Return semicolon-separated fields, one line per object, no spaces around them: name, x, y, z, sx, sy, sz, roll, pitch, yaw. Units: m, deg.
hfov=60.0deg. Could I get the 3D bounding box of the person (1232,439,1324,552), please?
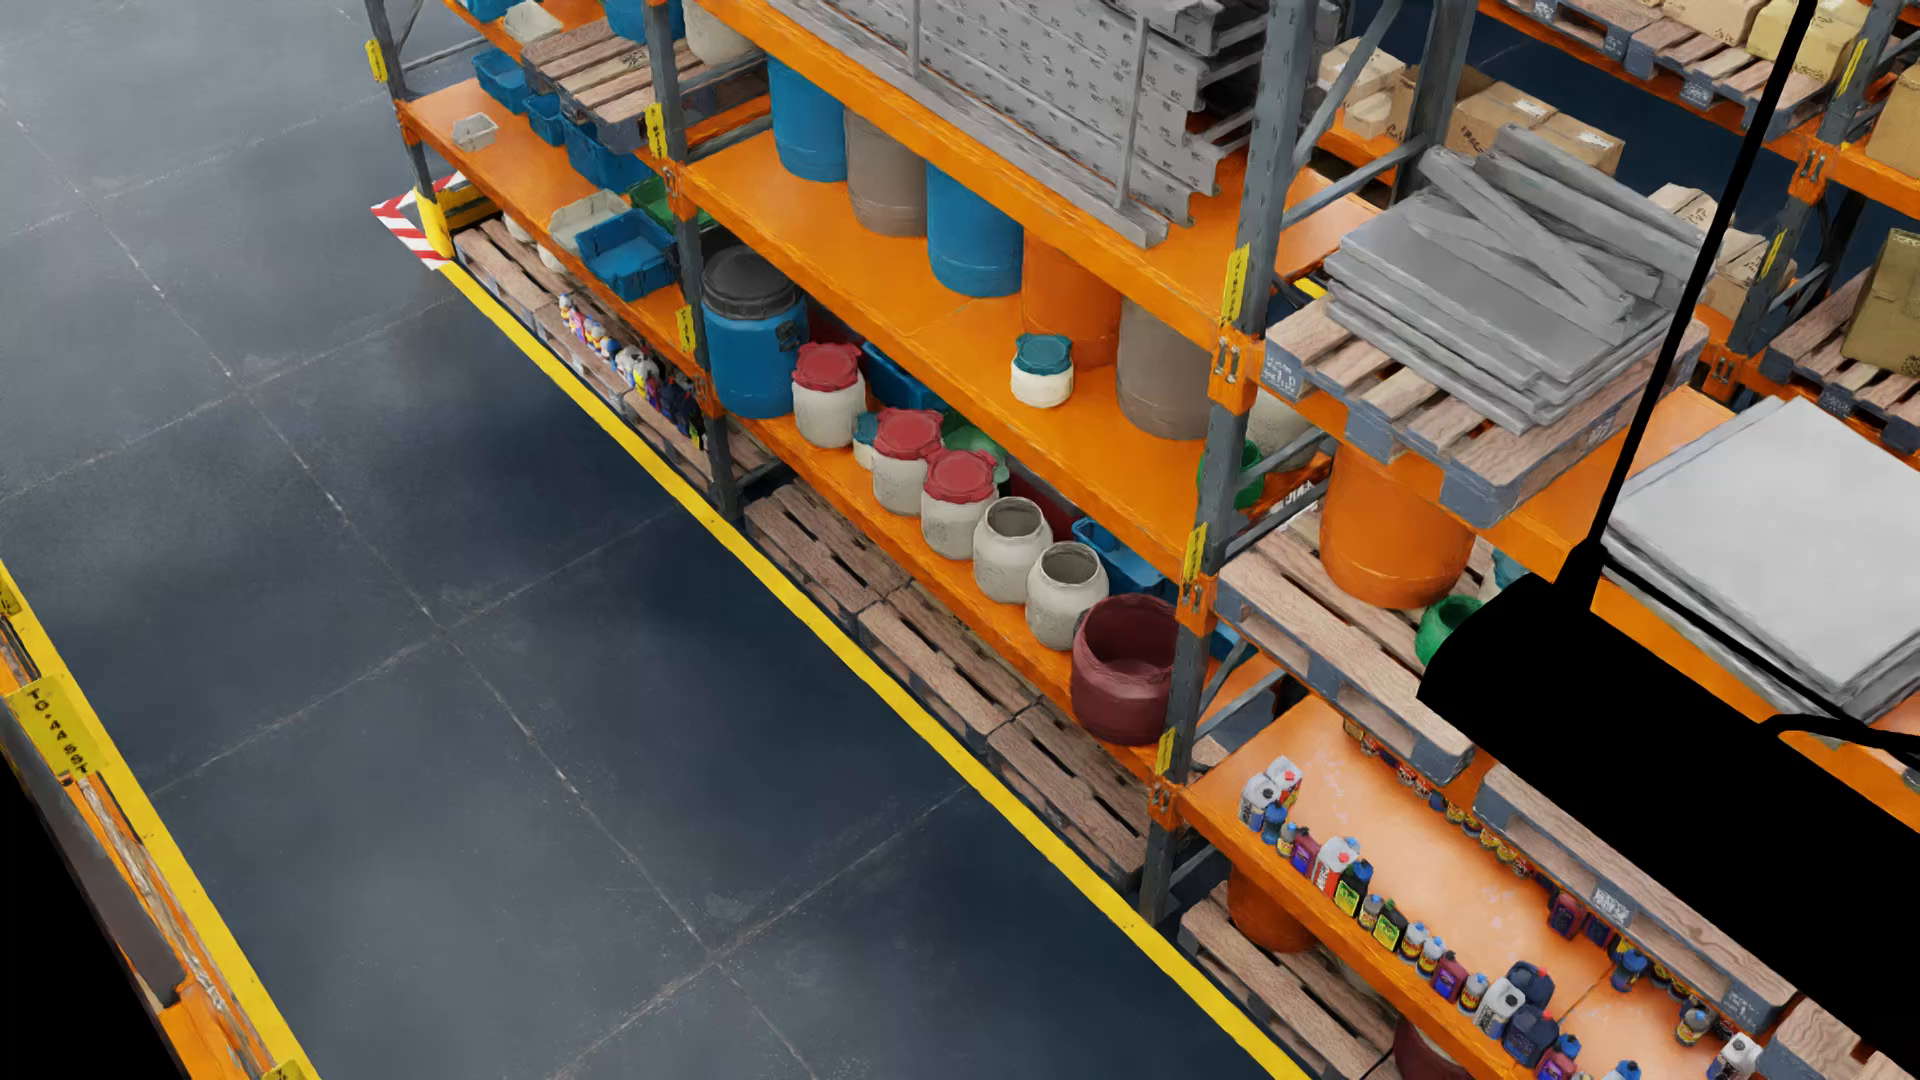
person;1.915;-0.122;9.921;0.682;1.710;0.537;-33;55;-28
